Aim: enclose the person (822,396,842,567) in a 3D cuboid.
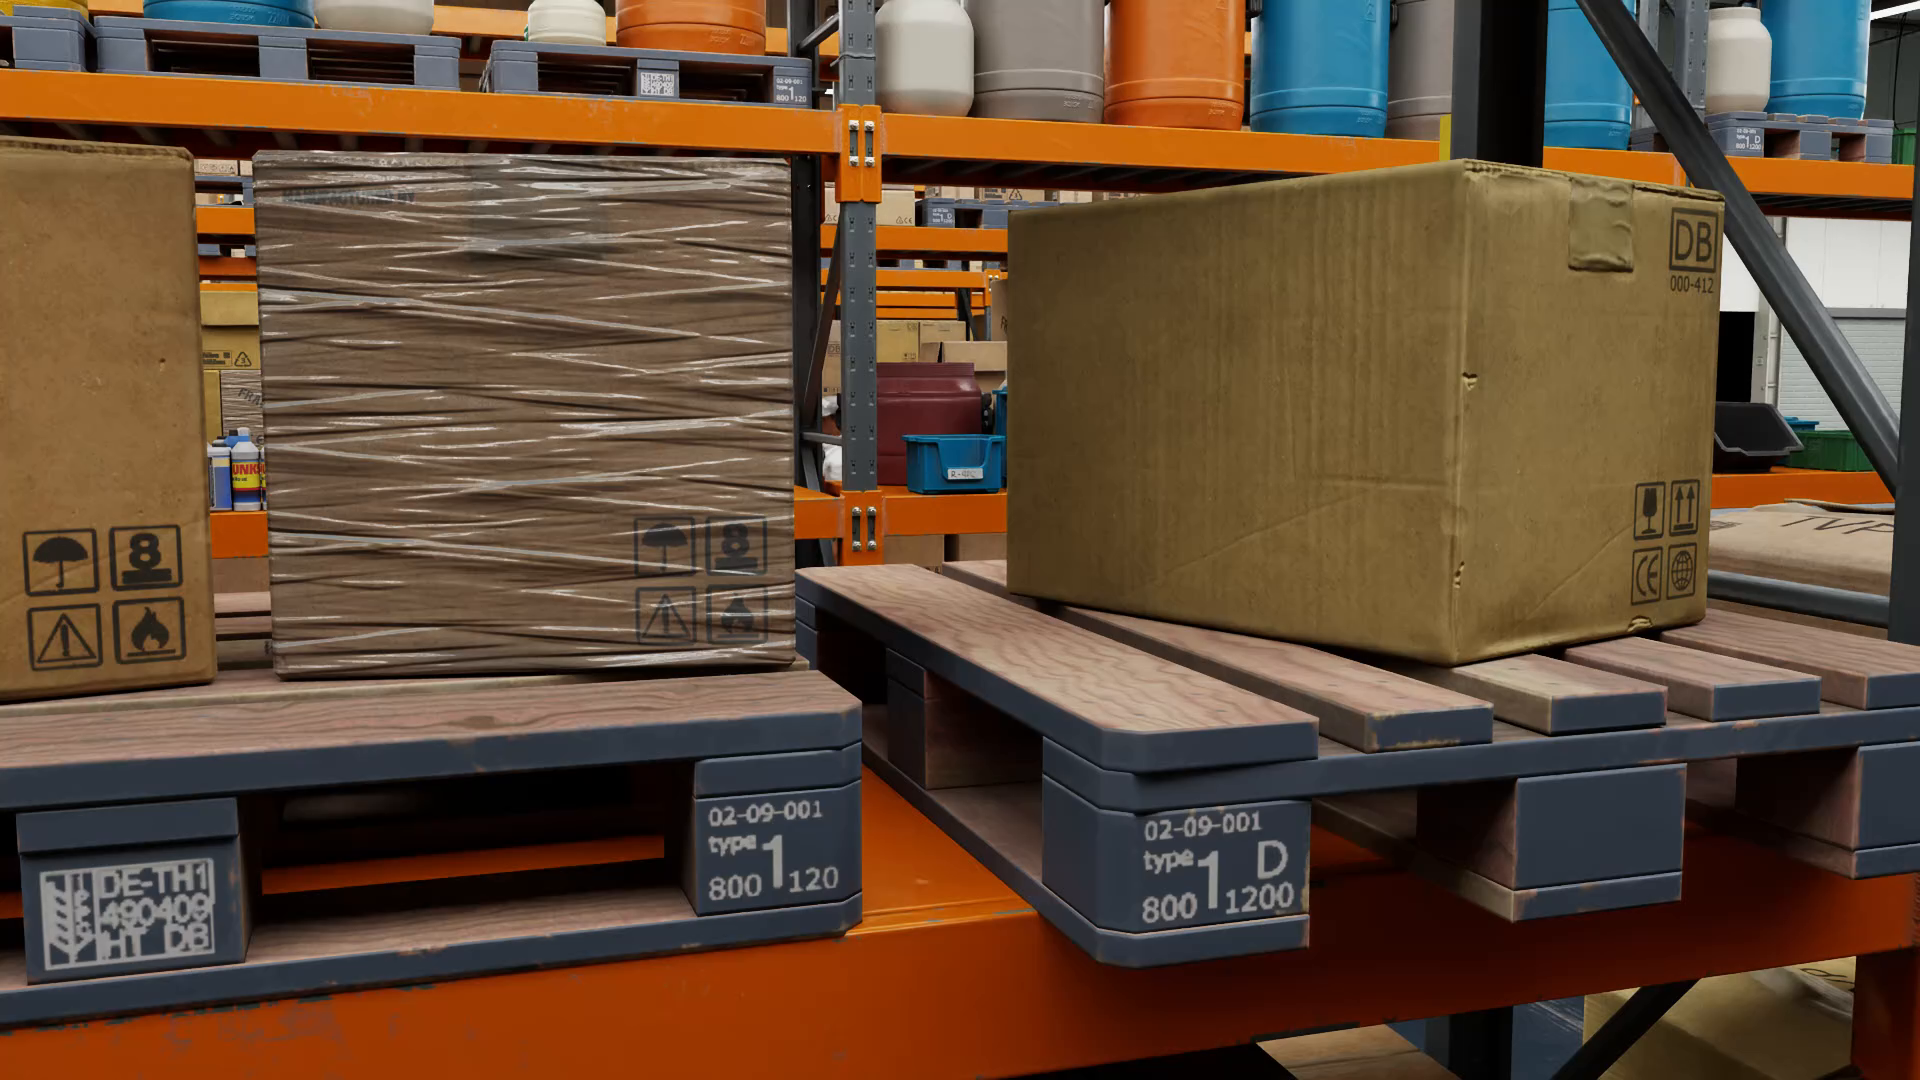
[{"bbox_3d":[-0.740,0.049,9.386,0.386,1.721,0.485,-2,6,-18],"label":"person"}]
